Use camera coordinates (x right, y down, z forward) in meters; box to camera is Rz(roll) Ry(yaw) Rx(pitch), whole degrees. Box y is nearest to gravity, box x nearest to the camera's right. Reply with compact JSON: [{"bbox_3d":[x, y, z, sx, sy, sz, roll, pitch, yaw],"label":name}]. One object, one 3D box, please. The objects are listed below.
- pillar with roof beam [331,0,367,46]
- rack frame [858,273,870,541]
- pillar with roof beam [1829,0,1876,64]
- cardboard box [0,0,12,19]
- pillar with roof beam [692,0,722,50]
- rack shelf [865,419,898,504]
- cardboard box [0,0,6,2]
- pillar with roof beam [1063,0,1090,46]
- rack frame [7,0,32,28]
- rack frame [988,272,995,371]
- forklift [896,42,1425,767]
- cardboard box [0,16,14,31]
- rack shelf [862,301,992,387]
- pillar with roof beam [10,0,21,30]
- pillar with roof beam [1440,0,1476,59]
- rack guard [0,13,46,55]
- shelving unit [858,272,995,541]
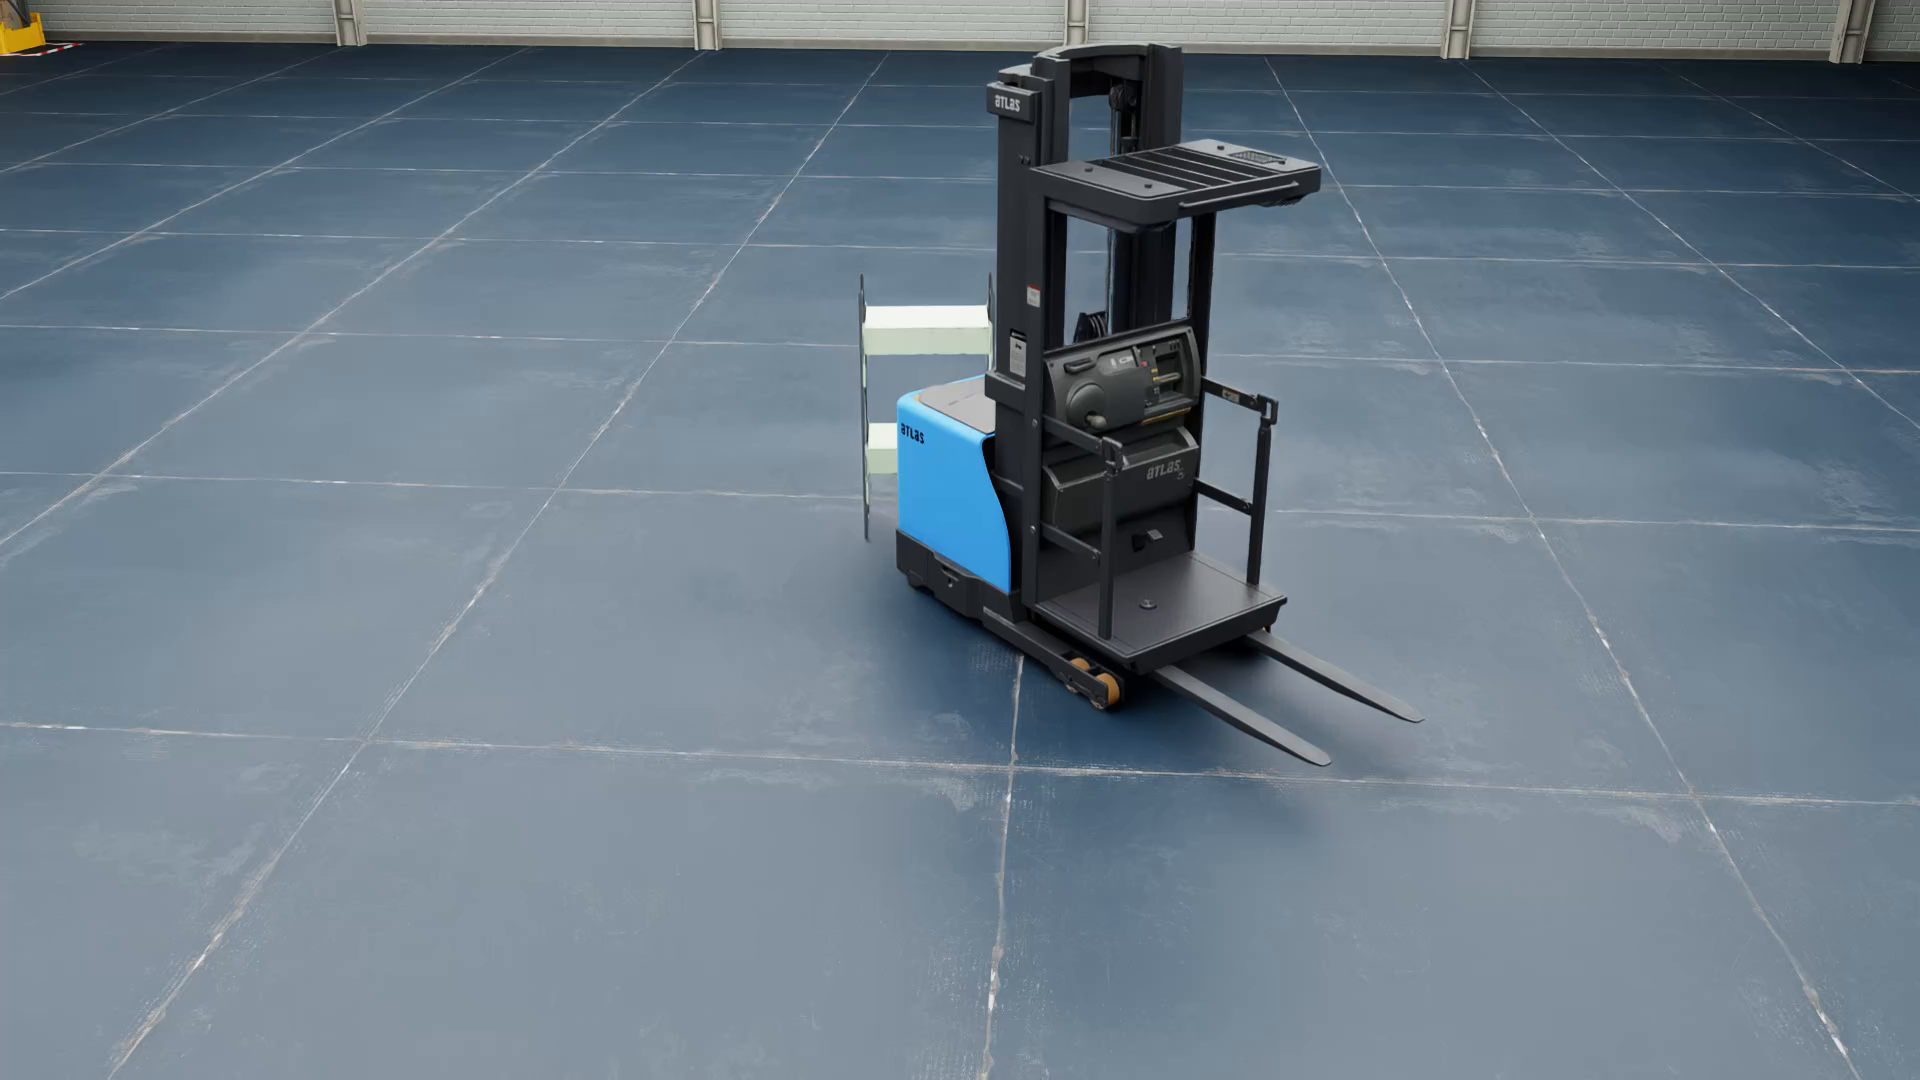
[{"bbox_3d":[-10.429,-10.535,21.881,0.400,9.000,9.100,2,25,4],"label":"pillar with roof beam"},{"bbox_3d":[-0.554,-0.758,9.602,0.023,1.500,0.400,-1,25,-1],"label":"rack frame"},{"bbox_3d":[13.500,-9.767,20.212,0.400,9.000,9.100,2,25,4],"label":"pillar with roof beam"},{"bbox_3d":[-15.910,-8.669,27.190,0.500,0.250,0.500,2,25,5],"label":"cardboard box"},{"bbox_3d":[-4.447,-10.343,21.463,0.400,9.000,9.100,2,25,4],"label":"pillar with roof beam"},{"bbox_3d":[-0.188,-0.466,9.748,0.720,0.370,0.431,-1,25,-1],"label":"rack shelf"},{"bbox_3d":[-15.922,-8.888,27.069,0.500,0.250,0.500,1,25,3],"label":"cardboard box"},{"bbox_3d":[1.536,-10.151,21.046,0.400,9.000,9.100,2,25,4],"label":"pillar with roof beam"},{"bbox_3d":[-15.457,-9.398,26.586,0.127,3.000,1.000,2,25,4],"label":"rack frame"},{"bbox_3d":[0.178,-0.766,9.621,0.023,1.500,0.400,-1,25,-1],"label":"rack frame"},{"bbox_3d":[0.924,-0.753,7.880,1.130,2.935,3.031,-17,30,-33],"label":"forklift"},{"bbox_3d":[-15.932,-8.437,27.285,0.500,0.250,0.500,2,25,4],"label":"cardboard box"},{"bbox_3d":[-0.188,-1.116,9.449,0.720,0.370,0.431,-1,25,-1],"label":"rack shelf"},{"bbox_3d":[-16.412,-10.727,22.298,0.400,9.000,9.100,2,25,4],"label":"pillar with roof beam"},{"bbox_3d":[7.518,-9.959,20.629,0.400,9.000,9.100,2,25,4],"label":"pillar with roof beam"},{"bbox_3d":[-15.433,-8.262,27.107,0.348,0.500,1.175,2,25,4],"label":"rack guard"},{"bbox_3d":[-0.188,-0.762,9.612,0.755,1.500,0.431,-1,25,-1],"label":"shelving unit"}]
